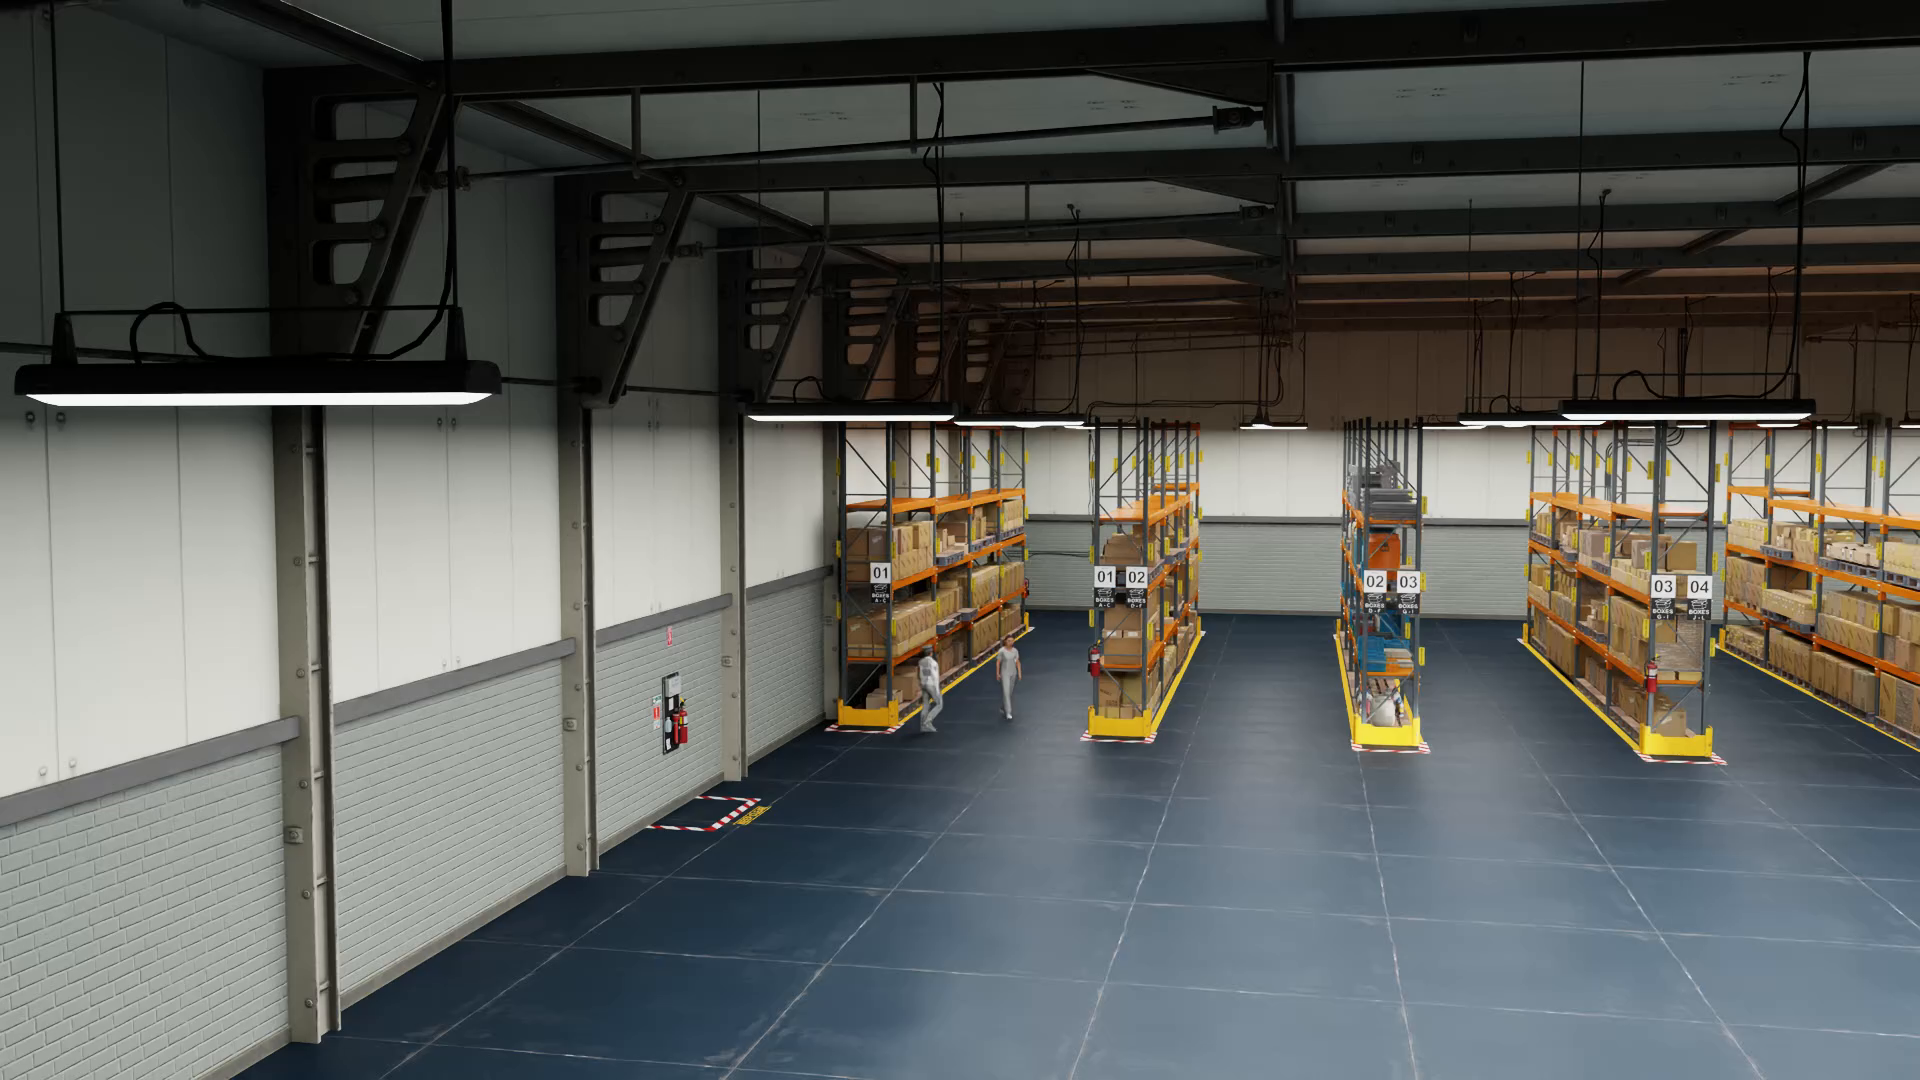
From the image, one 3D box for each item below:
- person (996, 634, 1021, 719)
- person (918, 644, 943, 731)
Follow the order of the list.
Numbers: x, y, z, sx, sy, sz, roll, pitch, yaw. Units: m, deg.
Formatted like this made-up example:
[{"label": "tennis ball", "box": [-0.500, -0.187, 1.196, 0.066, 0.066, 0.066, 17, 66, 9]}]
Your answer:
[{"label": "person", "box": [0.993, 2.718, 33.380, 0.488, 1.638, 0.856, -2, 4, -30]}, {"label": "person", "box": [-0.601, 2.824, 31.758, 0.424, 1.656, 0.599, -3, 5, -36]}]
